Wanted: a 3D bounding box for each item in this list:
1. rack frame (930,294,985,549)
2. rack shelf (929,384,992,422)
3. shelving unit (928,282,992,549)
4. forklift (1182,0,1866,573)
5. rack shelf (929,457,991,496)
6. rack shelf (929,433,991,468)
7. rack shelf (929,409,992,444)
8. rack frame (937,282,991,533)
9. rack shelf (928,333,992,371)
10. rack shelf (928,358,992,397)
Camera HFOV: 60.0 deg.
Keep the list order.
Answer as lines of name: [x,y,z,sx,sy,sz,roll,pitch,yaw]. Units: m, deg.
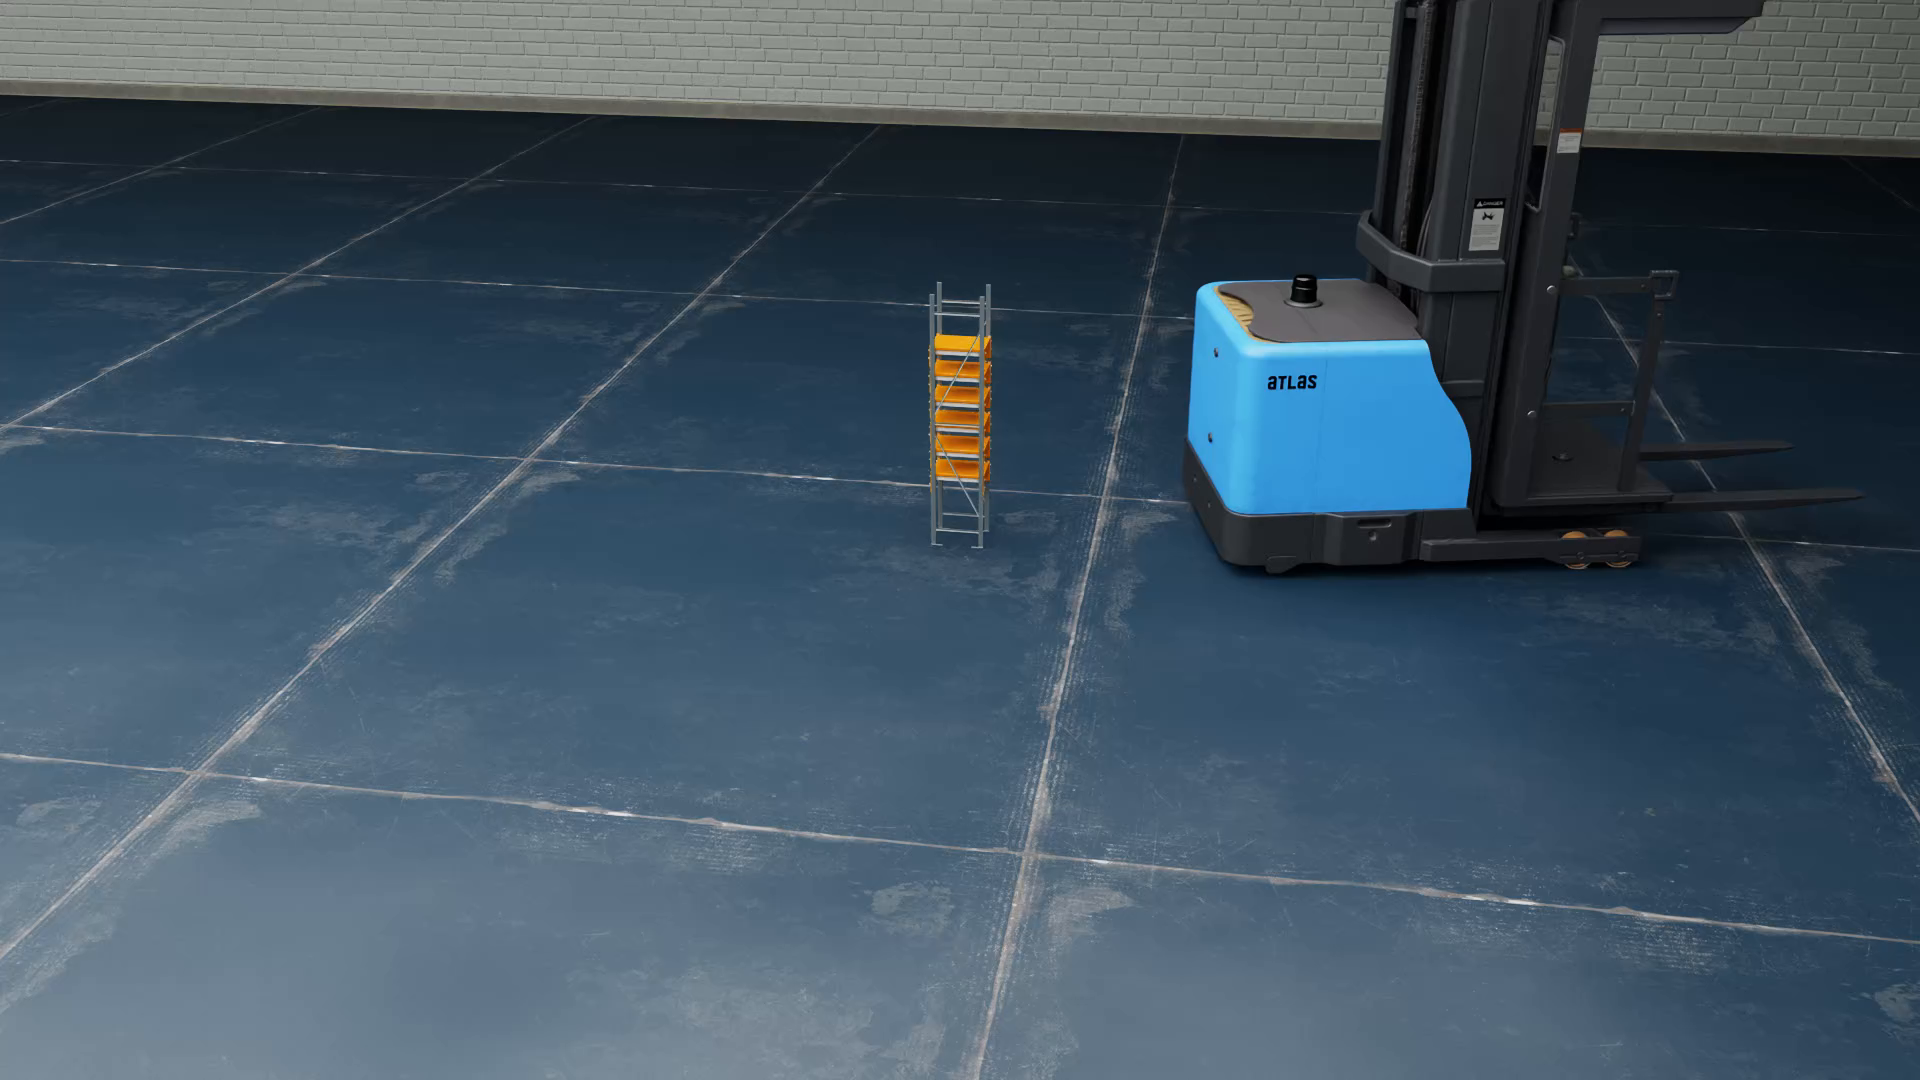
rack frame: [-0.013,-0.511,7.427,0.240,1.200,0.006,4,25,9]
rack shelf: [0.002,-0.618,7.477,0.258,0.103,0.180,4,25,9]
shelving unit: [0.002,-0.549,7.509,0.258,1.200,0.189,4,25,9]
forklift: [2.639,-1.418,7.322,3.031,2.935,1.130,-2,25,-4]
rack shelf: [0.002,-0.292,7.629,0.258,0.103,0.180,4,25,9]
rack shelf: [0.002,-0.401,7.578,0.258,0.103,0.180,4,25,9]
rack shelf: [0.002,-0.509,7.527,0.258,0.103,0.180,4,25,9]
rack frame: [0.017,-0.588,7.590,0.240,1.200,0.006,4,25,9]
rack shelf: [0.002,-0.835,7.375,0.258,0.103,0.180,4,25,9]
rack shelf: [0.002,-0.727,7.426,0.258,0.103,0.180,4,25,9]
